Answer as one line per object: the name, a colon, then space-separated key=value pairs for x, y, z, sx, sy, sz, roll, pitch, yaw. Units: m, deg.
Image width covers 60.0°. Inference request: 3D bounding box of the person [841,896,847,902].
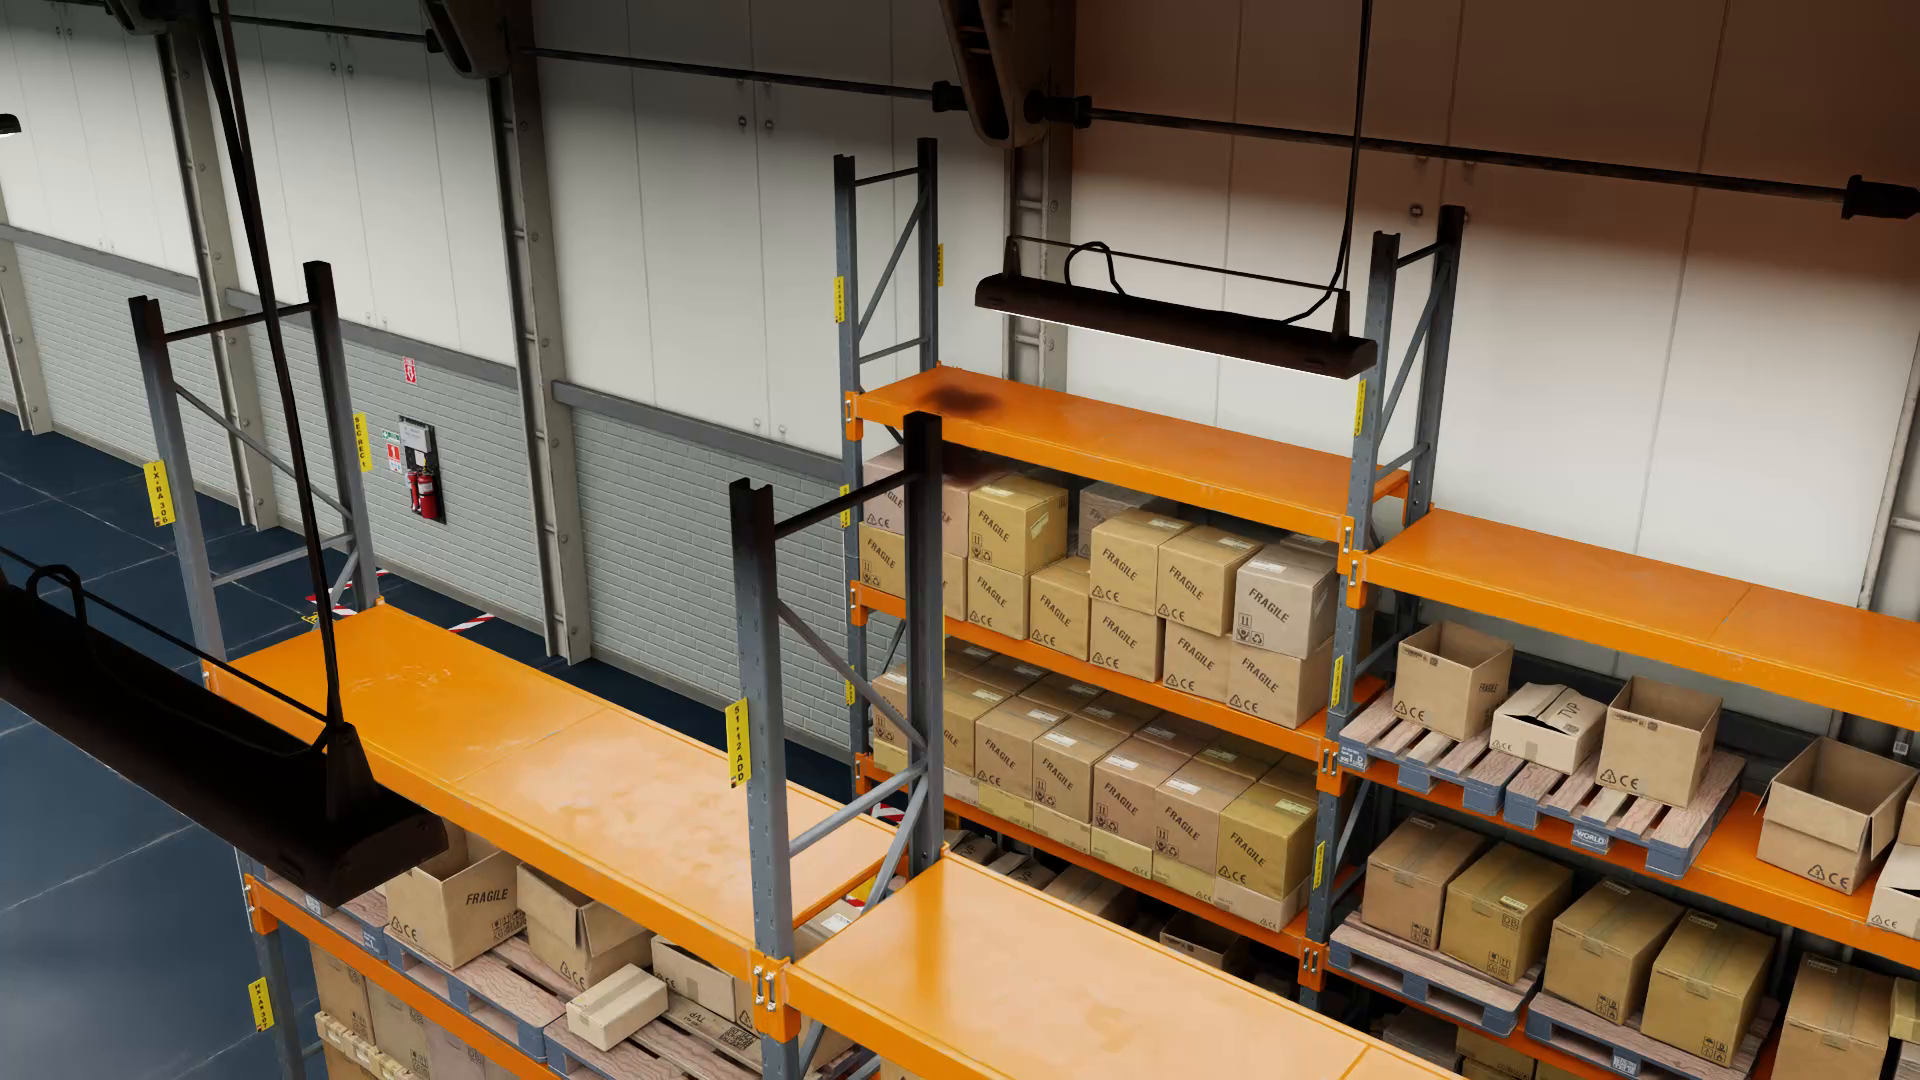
person: x=-0.790 y=3.013 z=11.330 sx=0.529 sy=1.630 sz=0.397 roll=-6 pitch=23 yaw=-14
